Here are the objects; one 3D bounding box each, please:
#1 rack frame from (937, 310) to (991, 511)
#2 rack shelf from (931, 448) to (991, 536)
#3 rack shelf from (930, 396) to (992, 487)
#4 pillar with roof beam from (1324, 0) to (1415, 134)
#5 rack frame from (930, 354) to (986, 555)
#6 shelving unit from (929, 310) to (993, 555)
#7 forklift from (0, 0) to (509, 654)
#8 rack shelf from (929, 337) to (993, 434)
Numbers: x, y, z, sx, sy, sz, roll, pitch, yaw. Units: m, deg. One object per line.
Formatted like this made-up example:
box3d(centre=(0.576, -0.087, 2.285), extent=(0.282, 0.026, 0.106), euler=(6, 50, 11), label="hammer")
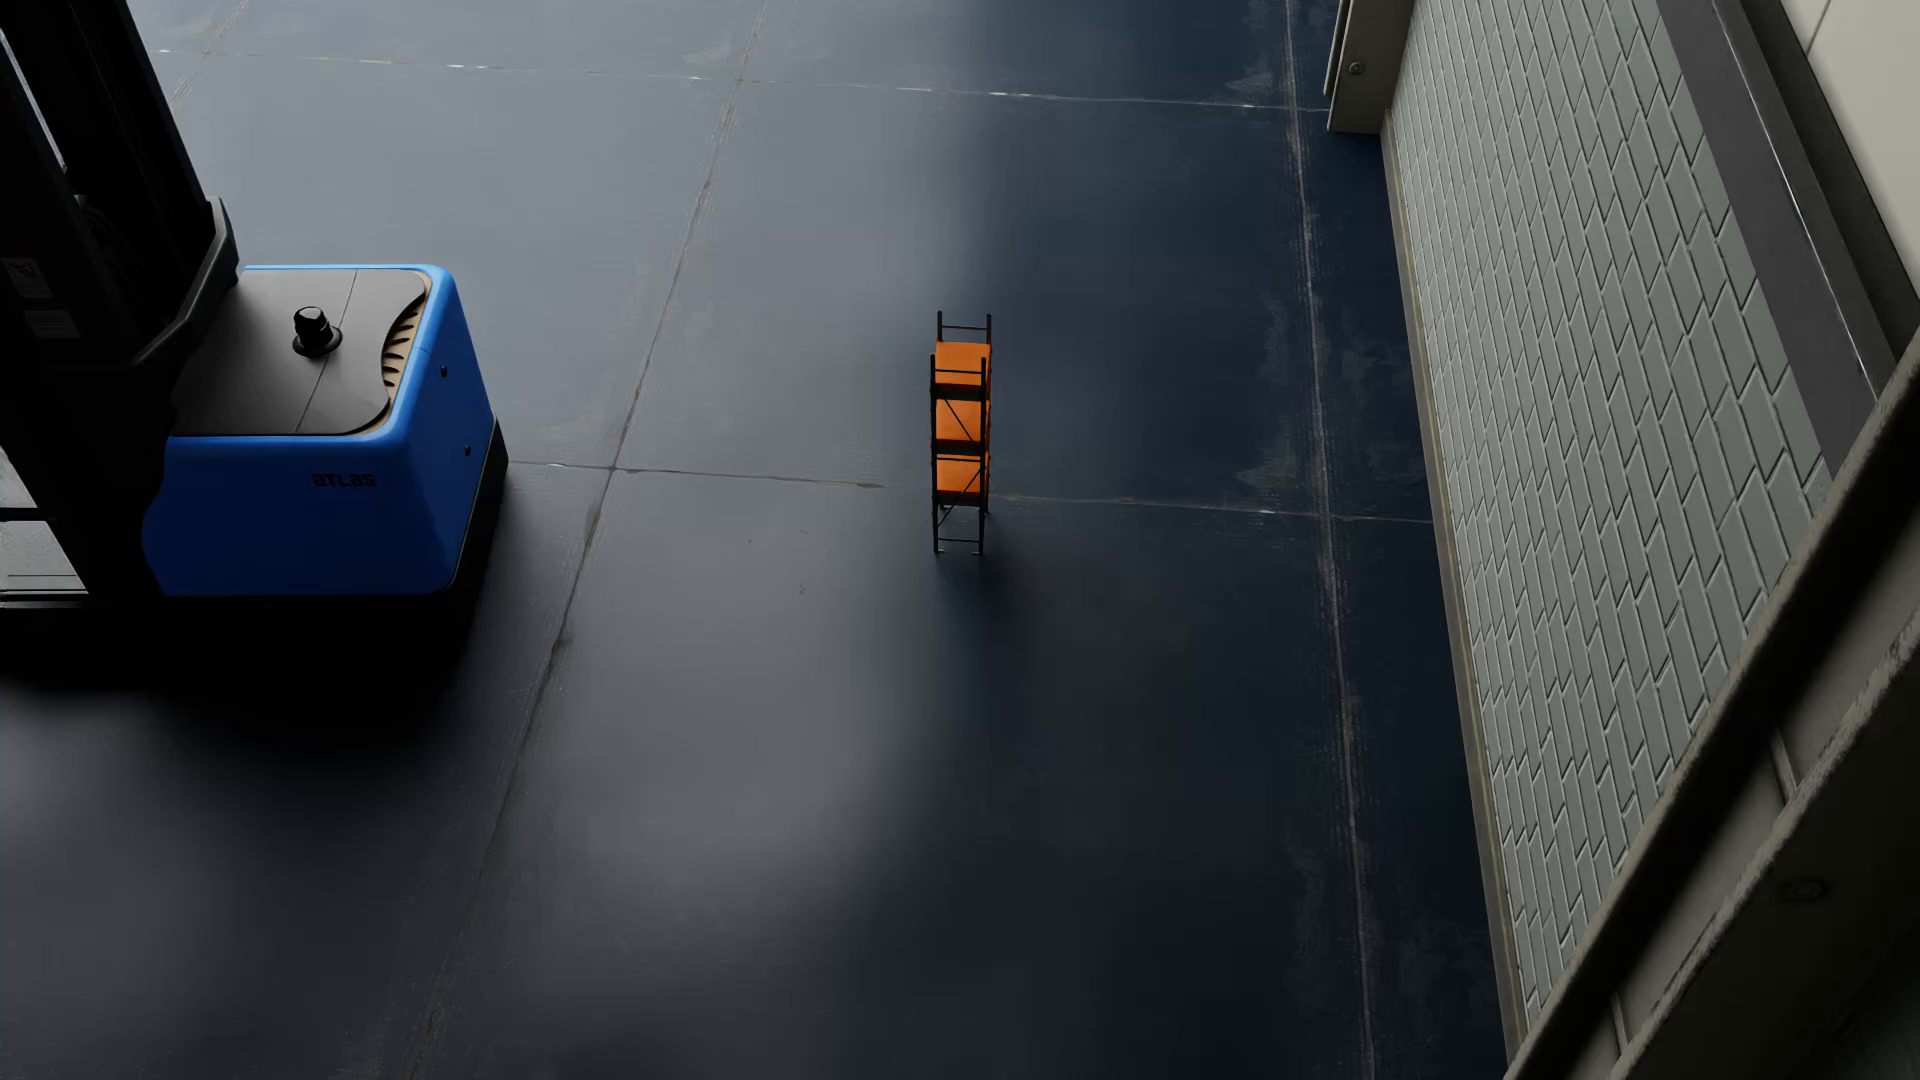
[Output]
box3d(centre=(0.016, -0.483, 6.506), extent=(0.200, 1.050, 0.008), euler=(4, 48, 4), label="rack frame")
box3d(centre=(0.005, -0.199, 6.637), extent=(0.215, 0.259, 0.240), euler=(4, 48, 4), label="rack shelf")
box3d(centre=(0.005, -0.387, 6.432), extent=(0.215, 0.259, 0.240), euler=(4, 48, 4), label="rack shelf")
box3d(centre=(-2.182, -5.611, 5.810), extent=(9.100, 9.000, 0.400), euler=(4, 48, 4), label="pillar with roof beam")
box3d(centre=(-0.006, -0.304, 6.342), extent=(0.200, 1.050, 0.008), euler=(4, 48, 4), label="rack frame")
box3d(centre=(0.005, -0.394, 6.424), extent=(0.215, 1.050, 0.252), euler=(4, 48, 4), label="shelving unit")
box3d(centre=(-3.405, -0.946, 5.655), extent=(3.031, 2.935, 1.130), euler=(0, 48, 0), label="forklift")
box3d(centre=(0.005, -0.578, 6.223), extent=(0.215, 0.259, 0.240), euler=(4, 48, 4), label="rack shelf")
